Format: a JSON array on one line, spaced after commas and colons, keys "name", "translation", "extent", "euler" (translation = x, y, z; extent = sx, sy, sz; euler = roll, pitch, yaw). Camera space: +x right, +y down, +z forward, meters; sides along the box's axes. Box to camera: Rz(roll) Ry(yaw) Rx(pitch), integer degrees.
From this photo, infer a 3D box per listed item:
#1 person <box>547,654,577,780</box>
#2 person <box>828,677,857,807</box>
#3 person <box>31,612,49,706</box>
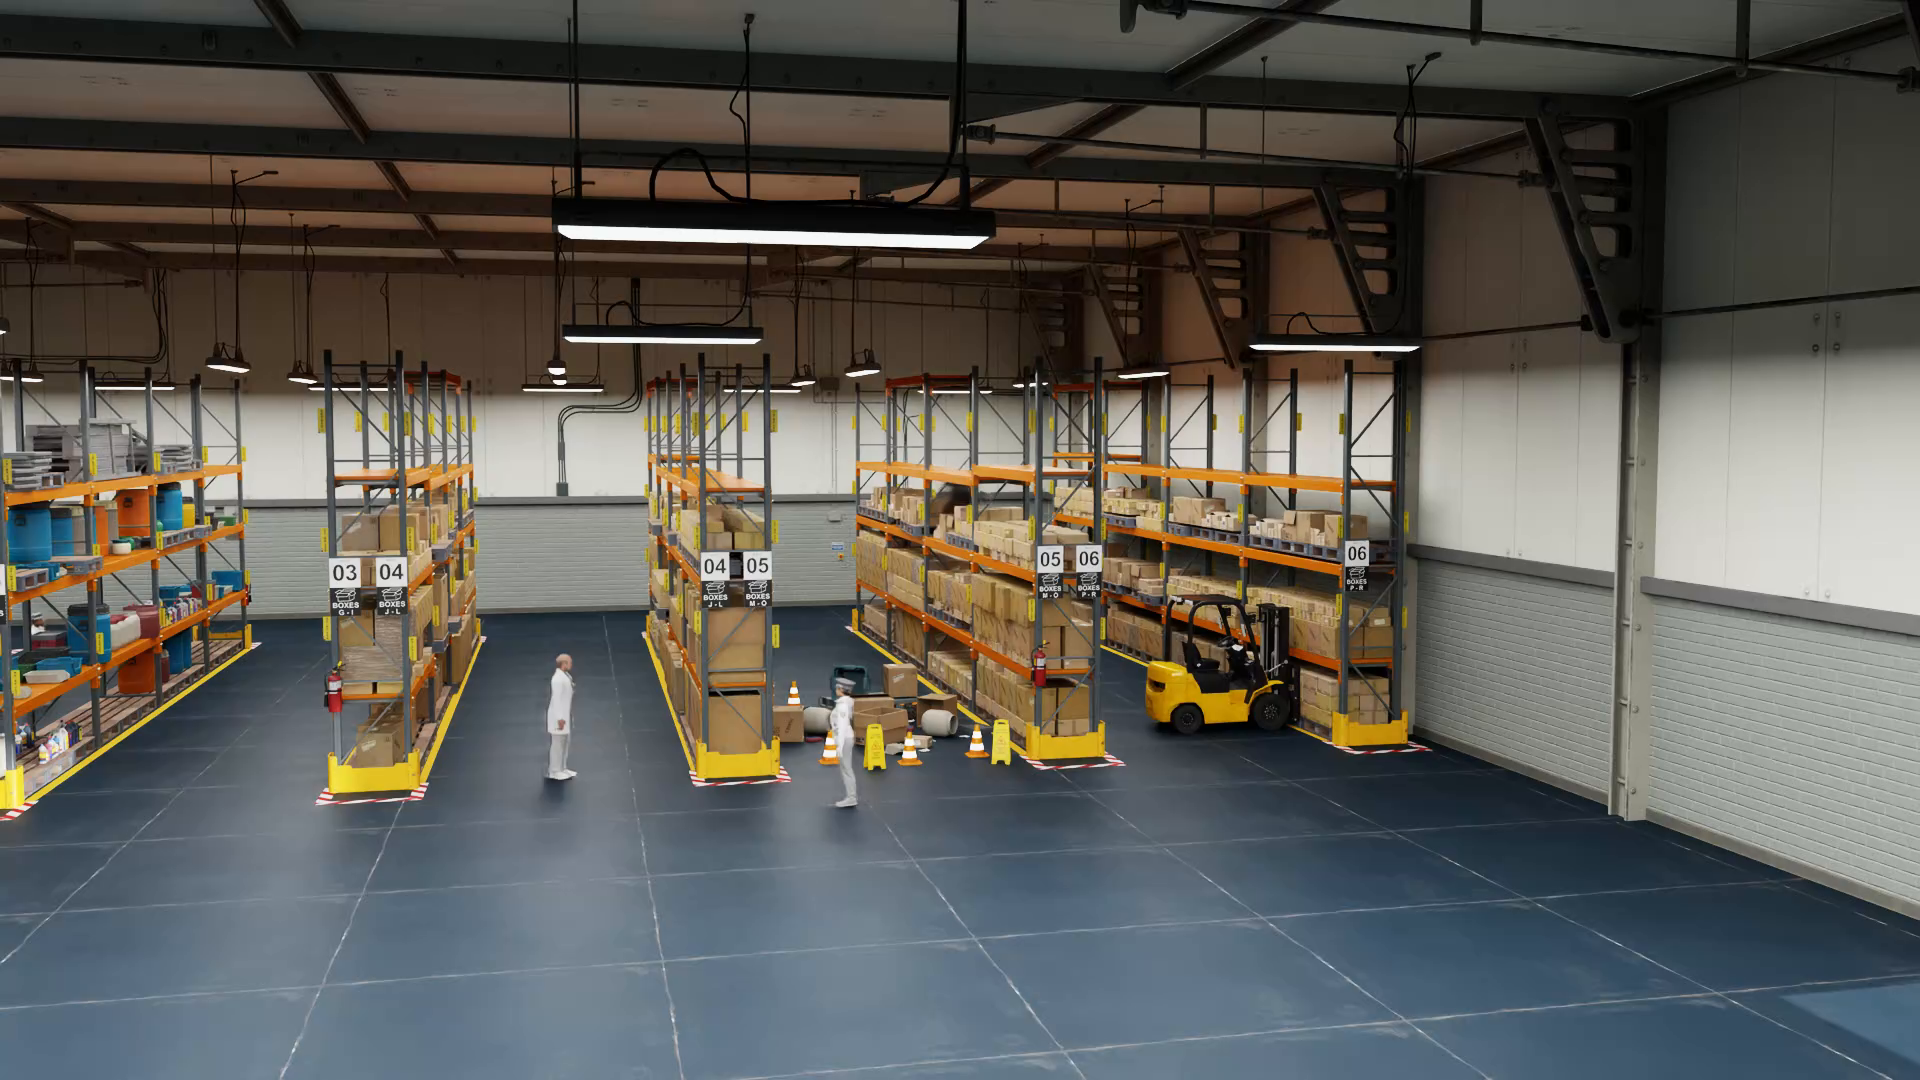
[{"name": "person", "translation": [-5.625, 2.483, 23.459], "extent": [0.406, 1.781, 0.618], "euler": [0, 4, 0]}, {"name": "person", "translation": [-1.532, 2.658, 21.771], "extent": [0.370, 1.719, 0.565], "euler": [0, 4, 0]}, {"name": "person", "translation": [-16.327, 2.112, 29.469], "extent": [0.377, 1.693, 0.484], "euler": [2, 4, 26]}]
